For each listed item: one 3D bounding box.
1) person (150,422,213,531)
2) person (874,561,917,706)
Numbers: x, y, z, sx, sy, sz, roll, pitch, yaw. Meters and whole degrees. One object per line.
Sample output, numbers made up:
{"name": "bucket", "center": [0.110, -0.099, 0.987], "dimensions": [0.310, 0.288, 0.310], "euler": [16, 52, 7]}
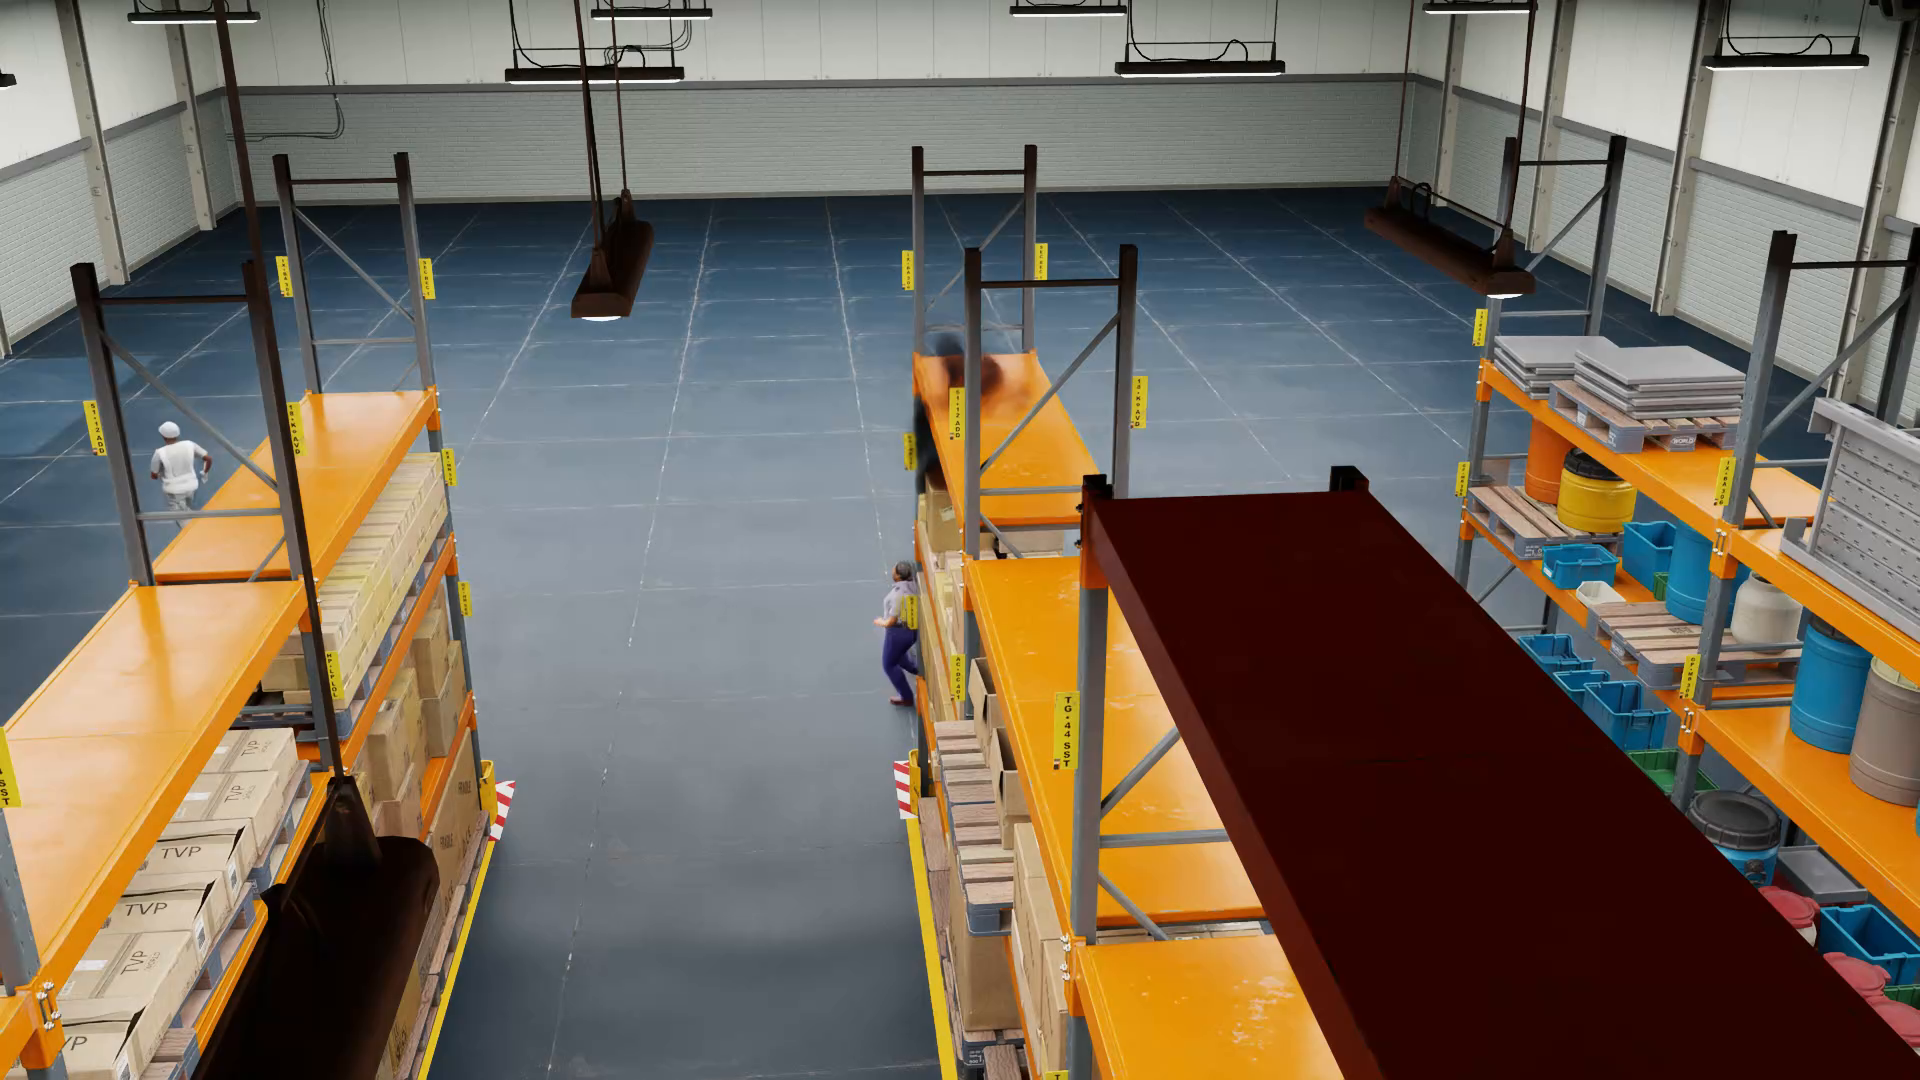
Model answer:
{"name": "person", "center": [-9.769, -0.628, 20.822], "dimensions": [0.721, 1.802, 0.655], "euler": [13, 25, 29]}
{"name": "person", "center": [-0.594, 0.956, 17.086], "dimensions": [0.553, 1.595, 0.618], "euler": [11, 24, 27]}
